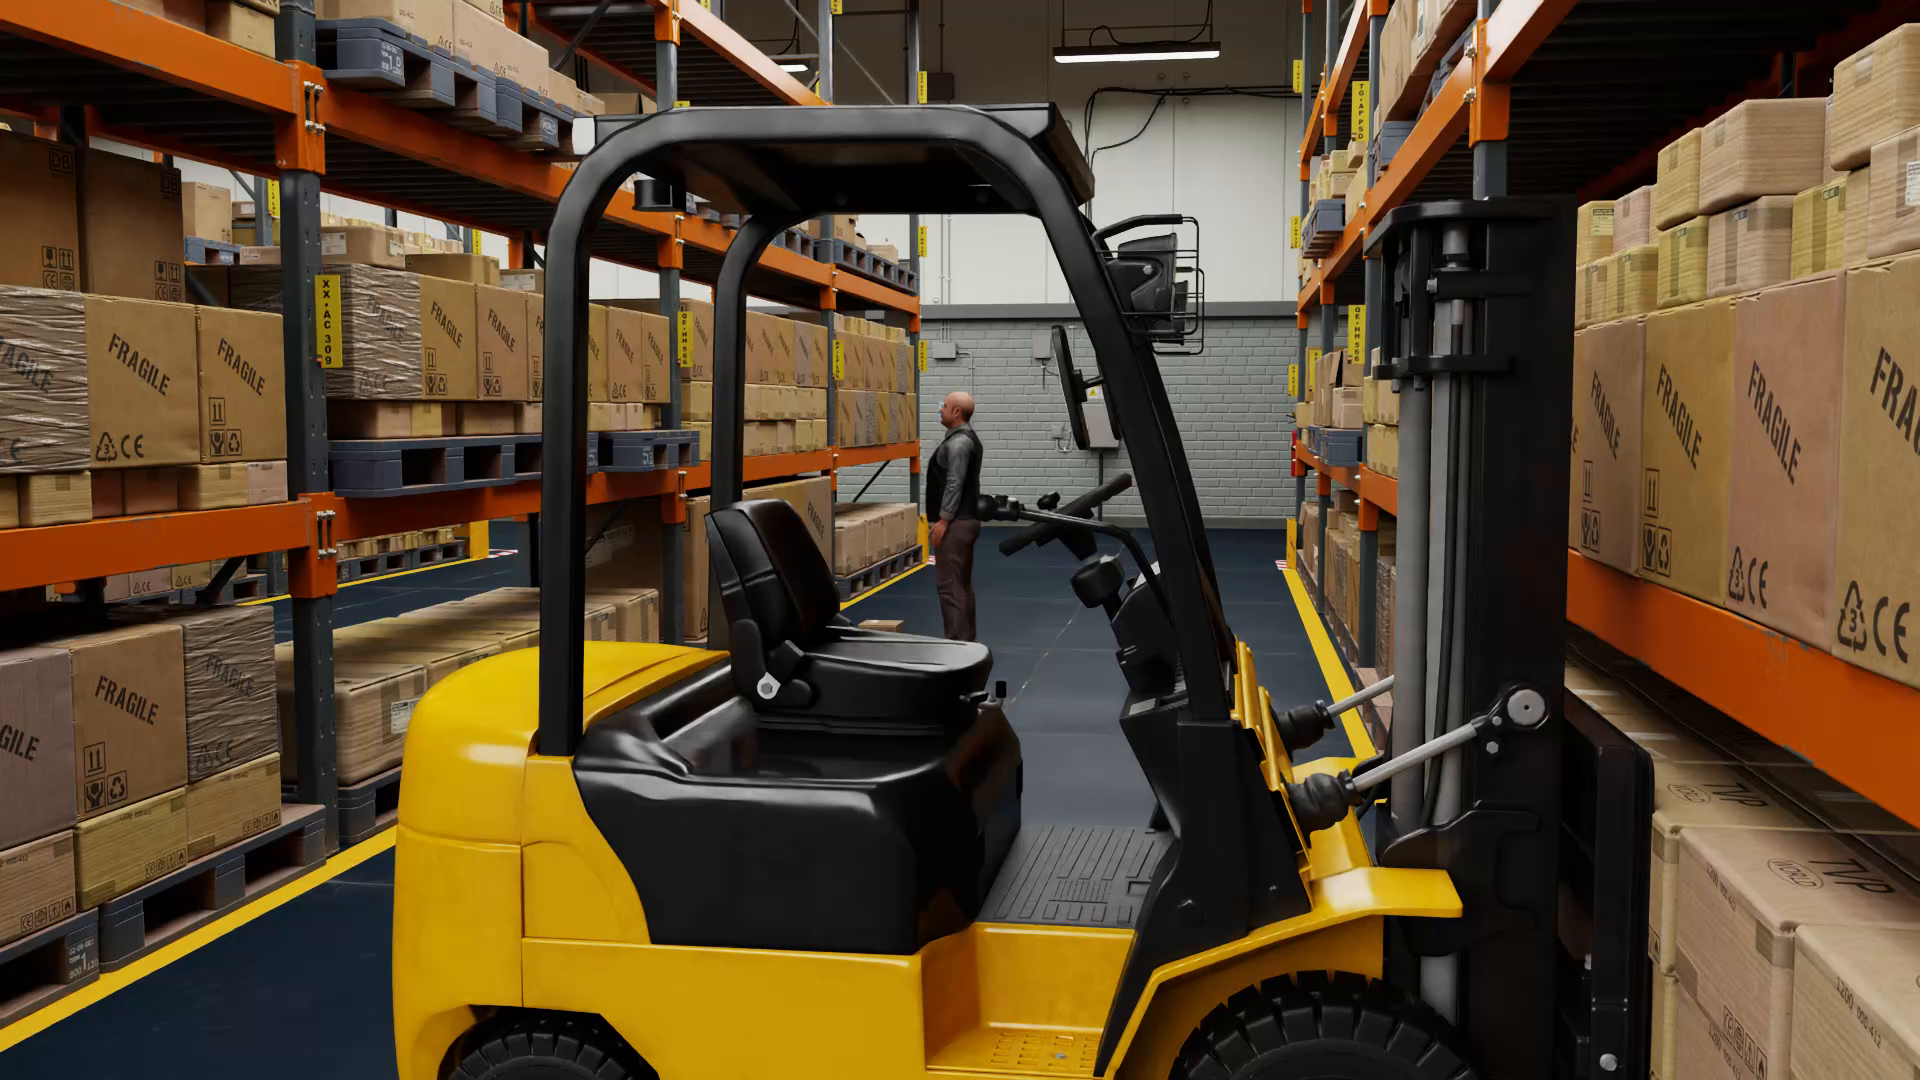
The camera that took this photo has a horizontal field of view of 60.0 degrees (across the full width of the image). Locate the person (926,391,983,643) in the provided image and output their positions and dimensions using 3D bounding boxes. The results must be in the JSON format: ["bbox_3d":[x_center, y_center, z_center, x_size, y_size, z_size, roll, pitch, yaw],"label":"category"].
[{"bbox_3d":[-0.039,-0.077,10.654,0.364,1.742,0.559,1,4,9],"label":"person"}]
